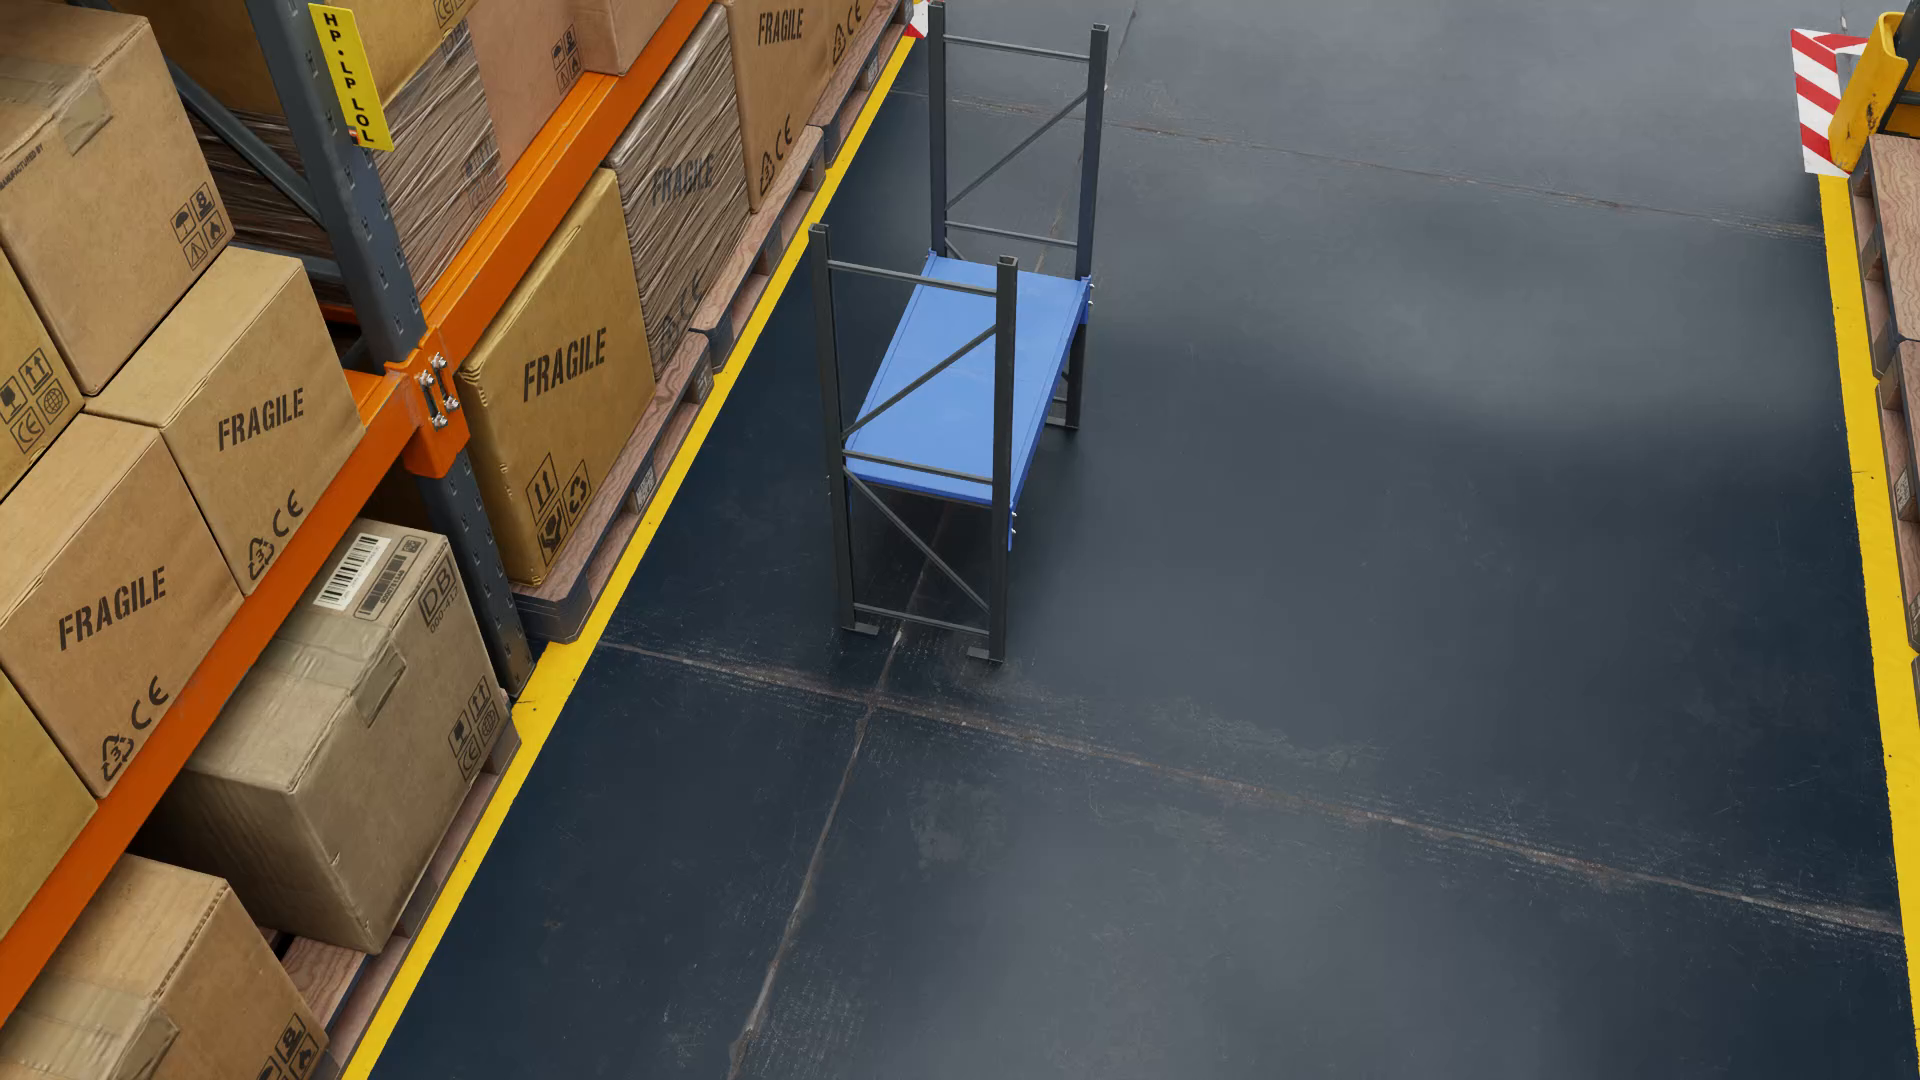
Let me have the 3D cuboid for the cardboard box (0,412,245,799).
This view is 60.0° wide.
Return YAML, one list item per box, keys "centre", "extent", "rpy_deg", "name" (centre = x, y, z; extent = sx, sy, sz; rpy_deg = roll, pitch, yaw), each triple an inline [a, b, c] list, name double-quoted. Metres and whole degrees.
- centre: [-1.764, 0.093, 3.101]
  extent: [0.500, 0.500, 0.500]
  rpy_deg: [11, 50, 10]
  name: "cardboard box"

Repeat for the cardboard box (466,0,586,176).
- centre: [-1.543, -1.391, 4.377]
  extent: [0.875, 0.550, 0.550]
  rpy_deg: [12, 50, 10]
  name: "cardboard box"

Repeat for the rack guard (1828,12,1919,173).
- centre: [4.039, -1.629, 6.354]
  extent: [1.175, 0.500, 0.348]
  rpy_deg: [12, 50, 10]
  name: "rack guard"

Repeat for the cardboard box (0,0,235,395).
- centre: [-1.877, -0.674, 3.110]
  extent: [0.700, 0.500, 0.500]
  rpy_deg: [11, 49, 9]
  name: "cardboard box"

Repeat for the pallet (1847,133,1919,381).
- centre: [3.792, -0.953, 5.950]
  extent: [1.003, 0.211, 1.213]
  rpy_deg: [12, 50, 10]
  name: "pallet"

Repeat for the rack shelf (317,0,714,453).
- centre: [-1.225, -1.879, 5.387]
  extent: [1.077, 0.370, 4.000]
  rpy_deg: [12, 50, 10]
  name: "rack shelf"

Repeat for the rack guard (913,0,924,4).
- centre: [-0.693, -2.753, 7.347]
  extent: [1.175, 0.500, 0.348]
  rpy_deg: [12, 50, 10]
  name: "rack guard"

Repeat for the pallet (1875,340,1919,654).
- centre: [3.468, -0.073, 5.174]
  extent: [1.003, 0.211, 1.213]
  rpy_deg: [12, 50, 10]
  name: "pallet"

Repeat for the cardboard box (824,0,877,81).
- centre: [-0.814, -2.496, 6.589]
  extent: [0.875, 0.875, 0.875]
  rpy_deg: [12, 50, 10]
  name: "cardboard box"

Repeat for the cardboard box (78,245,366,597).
- centre: [-1.631, -0.273, 3.423]
  extent: [0.500, 0.500, 0.500]
  rpy_deg: [11, 50, 10]
  name: "cardboard box"

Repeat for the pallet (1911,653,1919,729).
- centre: [3.149, 0.812, 4.393]
  extent: [1.003, 0.211, 1.213]
  rpy_deg: [12, 50, 10]
  name: "pallet"

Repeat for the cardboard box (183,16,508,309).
- centre: [-1.666, -0.989, 4.022]
  extent: [0.875, 0.550, 0.550]
  rpy_deg: [12, 50, 10]
  name: "cardboard box"

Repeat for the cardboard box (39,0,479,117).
- centre: [-1.622, -1.337, 3.609]
  extent: [0.875, 0.550, 0.550]
  rpy_deg: [12, 50, 10]
  name: "cardboard box"

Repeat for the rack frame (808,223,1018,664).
- centre: [-0.111, -0.190, 4.418]
  extent: [0.500, 1.500, 0.032]
  rpy_deg: [12, 50, 10]
  name: "rack frame"

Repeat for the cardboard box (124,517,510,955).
- centre: [-1.828, 0.402, 4.115]
  extent: [1.050, 0.750, 0.750]
  rpy_deg: [11, 50, 10]
  name: "cardboard box"

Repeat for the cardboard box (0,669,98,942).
- centre: [-1.897, 0.458, 2.778]
  extent: [0.500, 0.500, 0.500]
  rpy_deg: [12, 50, 10]
  name: "cardboard box"

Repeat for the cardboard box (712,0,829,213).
- centre: [-1.043, -1.859, 6.027]
  extent: [0.875, 0.875, 0.875]
  rpy_deg: [11, 49, 9]
  name: "cardboard box"

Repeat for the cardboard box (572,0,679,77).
- centre: [-1.288, -1.758, 4.701]
  extent: [0.875, 0.550, 0.550]
  rpy_deg: [12, 50, 10]
  name: "cardboard box"

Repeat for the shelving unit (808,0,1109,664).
- centre: [0.022, -0.558, 4.742]
  extent: [0.538, 1.500, 1.048]
  rpy_deg: [12, 50, 10]
  name: "shelving unit"

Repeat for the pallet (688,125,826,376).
- centre: [-1.157, -1.167, 6.139]
  extent: [1.003, 0.211, 1.213]
  rpy_deg: [12, 50, 10]
  name: "pallet"

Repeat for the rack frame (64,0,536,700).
- centre: [-1.752, -0.670, 3.841]
  extent: [1.000, 3.000, 0.127]
  rpy_deg: [12, 50, 10]
  name: "rack frame"

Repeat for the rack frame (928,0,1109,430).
- centre: [0.156, -0.926, 5.067]
  extent: [0.500, 1.500, 0.032]
  rpy_deg: [12, 50, 10]
  name: "rack frame"

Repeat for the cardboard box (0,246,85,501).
- centre: [-2.010, -0.301, 2.782]
  extent: [0.700, 0.500, 0.500]
  rpy_deg: [11, 49, 9]
  name: "cardboard box"

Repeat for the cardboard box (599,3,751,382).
- centre: [-1.285, -1.200, 5.445]
  extent: [0.875, 0.875, 0.875]
  rpy_deg: [12, 50, 10]
  name: "cardboard box"

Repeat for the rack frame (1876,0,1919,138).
- centre: [4.059, -2.511, 5.466]
  extent: [1.000, 3.000, 0.127]
  rpy_deg: [12, 50, 10]
  name: "rack frame"

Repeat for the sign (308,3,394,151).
- centre: [-1.226, -0.927, 3.348]
  extent: [0.100, 0.325, 0.005]
  rpy_deg: [12, 50, 10]
  name: "sign"

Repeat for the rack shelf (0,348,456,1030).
- centre: [-2.278, 1.015, 2.834]
  extent: [1.077, 0.370, 4.000]
  rpy_deg: [12, 50, 10]
  name: "rack shelf"

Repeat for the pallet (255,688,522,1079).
- centre: [-1.882, 0.826, 4.380]
  extent: [1.003, 0.211, 1.213]
  rpy_deg: [12, 50, 10]
  name: "pallet"

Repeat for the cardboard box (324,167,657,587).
- centre: [-1.519, -0.547, 4.869]
  extent: [0.875, 0.875, 0.875]
  rpy_deg: [12, 50, 11]
  name: "cardboard box"

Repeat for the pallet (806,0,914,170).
- centre: [-0.834, -2.047, 6.916]
  extent: [1.003, 0.211, 1.213]
  rpy_deg: [12, 50, 10]
  name: "pallet"

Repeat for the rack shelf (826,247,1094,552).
- centre: [0.022, -0.439, 4.877]
  extent: [0.538, 0.185, 1.000]
  rpy_deg: [12, 50, 10]
  name: "rack shelf"

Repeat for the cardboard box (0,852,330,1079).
- centre: [-2.086, 1.099, 3.500]
  extent: [1.050, 0.750, 0.750]
  rpy_deg: [12, 50, 10]
  name: "cardboard box"

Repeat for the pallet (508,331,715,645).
- centre: [-1.476, -0.282, 5.358]
  extent: [1.003, 0.211, 1.213]
  rpy_deg: [12, 50, 10]
  name: "pallet"
